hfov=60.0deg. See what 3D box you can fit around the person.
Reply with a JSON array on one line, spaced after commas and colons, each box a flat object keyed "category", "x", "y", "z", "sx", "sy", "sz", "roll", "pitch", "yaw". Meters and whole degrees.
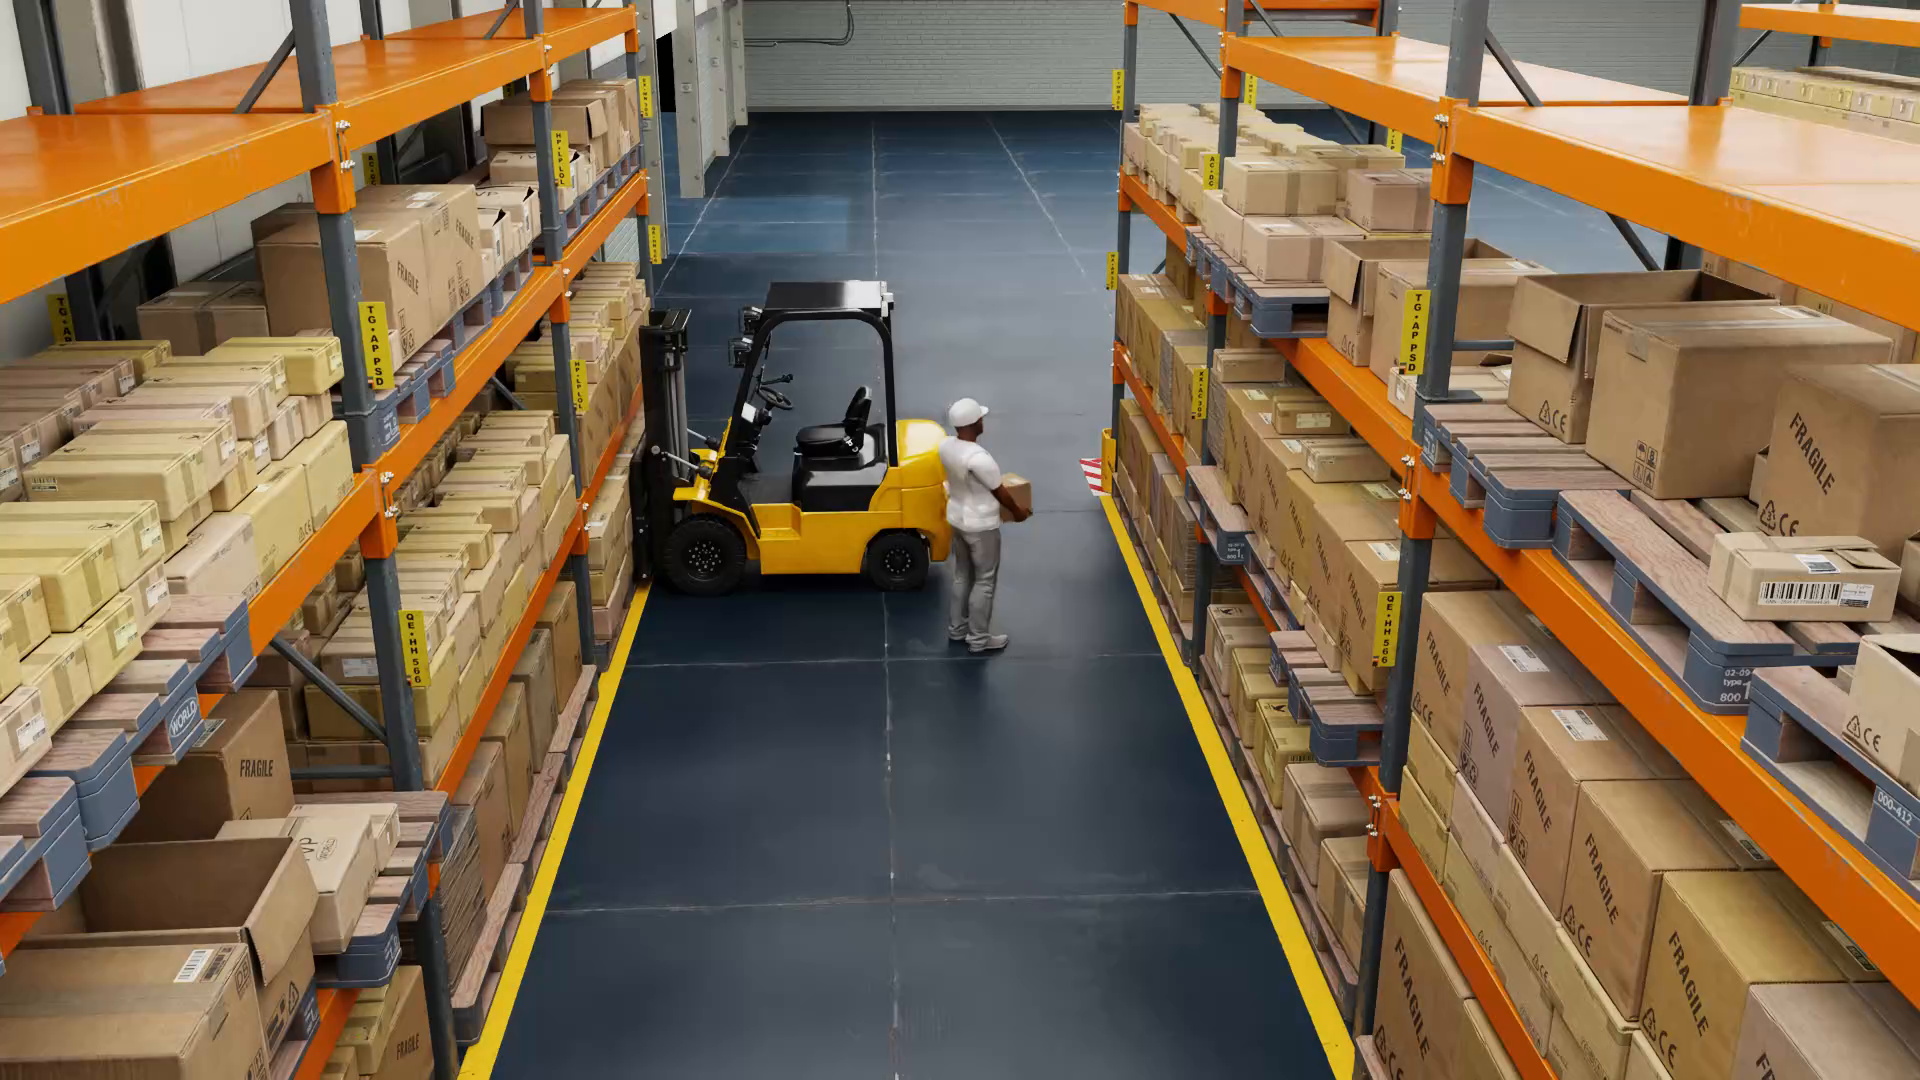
[{"category": "person", "x": 0.178, "y": -0.131, "z": 11.396, "sx": 0.575, "sy": 1.767, "sz": 0.510, "roll": -12, "pitch": 23, "yaw": -29}]
